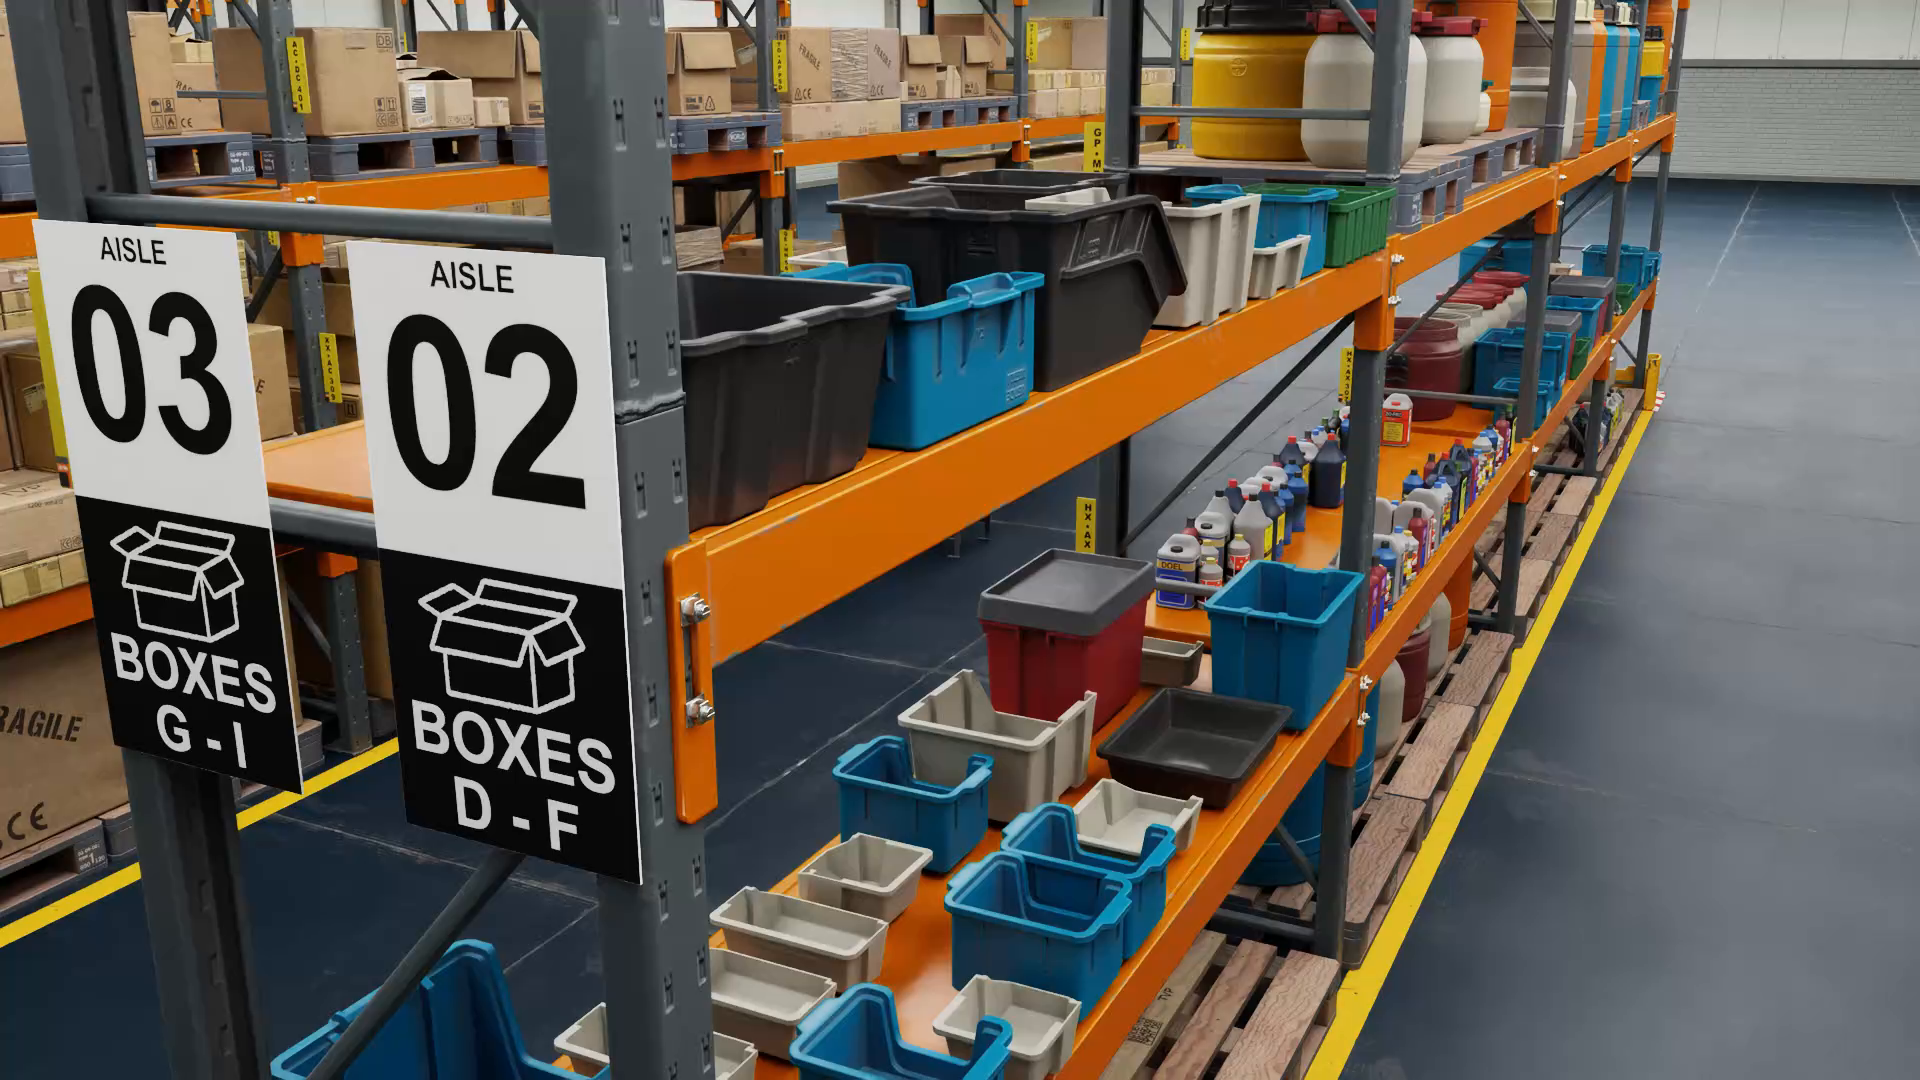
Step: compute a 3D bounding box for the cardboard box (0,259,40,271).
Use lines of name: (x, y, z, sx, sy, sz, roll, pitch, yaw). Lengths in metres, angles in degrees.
cardboard box: (-6.567, -1.889, 11.773, 0.380, 0.149, 0.250, 9, 19, 27)

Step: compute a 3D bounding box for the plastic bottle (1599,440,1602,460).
plastic bottle: (5.129, -0.754, 13.435, 0.097, 0.201, 0.097, 0, 17, 0)

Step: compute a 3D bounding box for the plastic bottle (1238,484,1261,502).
plastic bottle: (1.250, -0.099, 7.306, 0.152, 0.276, 0.135, 8, 18, 25)

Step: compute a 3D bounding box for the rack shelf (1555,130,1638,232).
rack shelf: (3.656, -2.416, 10.887, 1.077, 0.370, 4.000, 8, 18, 25)

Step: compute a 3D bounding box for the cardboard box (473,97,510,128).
cardboard box: (-2.657, -2.304, 8.949, 0.380, 0.149, 0.250, 7, 18, 23)

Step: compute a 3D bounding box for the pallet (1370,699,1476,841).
pallet: (1.901, 1.038, 8.157, 1.003, 0.211, 1.213, 8, 18, 25)

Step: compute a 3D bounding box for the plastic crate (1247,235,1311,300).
plastic crate: (0.747, -0.734, 4.423, 0.293, 0.136, 0.466, 8, 18, 25)

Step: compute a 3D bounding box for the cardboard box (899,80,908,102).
cardboard box: (-0.630, -3.500, 12.944, 0.380, 0.166, 0.250, 8, 18, 24)

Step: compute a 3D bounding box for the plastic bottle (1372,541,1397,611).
plastic bottle: (1.658, 0.137, 6.521, 0.097, 0.271, 0.097, 0, 17, 0)

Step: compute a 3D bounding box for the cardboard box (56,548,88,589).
cardboard box: (-3.759, 0.077, 6.939, 0.380, 0.149, 0.250, 8, 19, 26)

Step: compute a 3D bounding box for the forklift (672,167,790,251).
forklift: (-2.124, -2.097, 13.937, 1.130, 2.935, 3.031, 7, 18, 23)

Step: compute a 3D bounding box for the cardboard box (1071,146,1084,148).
cardboard box: (1.437, -3.725, 16.843, 0.500, 0.500, 0.500, 8, 18, 25)

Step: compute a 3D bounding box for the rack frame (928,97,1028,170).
rack frame: (0.118, -2.463, 15.048, 1.000, 3.000, 0.127, 8, 18, 25)

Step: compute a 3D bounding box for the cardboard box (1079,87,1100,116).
cardboard box: (1.012, -4.172, 15.796, 0.500, 0.250, 0.500, 7, 18, 23)

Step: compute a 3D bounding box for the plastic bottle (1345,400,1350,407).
plastic bottle: (2.092, -0.611, 9.018, 0.061, 0.283, 0.133, 8, 18, 25)

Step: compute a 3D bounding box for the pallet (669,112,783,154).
pallet: (-1.909, -2.621, 10.643, 1.213, 0.211, 1.003, 9, 19, 28)

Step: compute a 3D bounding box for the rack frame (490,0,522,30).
rack frame: (-4.274, -5.996, 16.406, 1.000, 3.000, 0.127, 8, 18, 25)

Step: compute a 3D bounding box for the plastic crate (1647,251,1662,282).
plastic crate: (6.381, -2.615, 15.821, 0.499, 0.251, 0.616, 8, 18, 25)

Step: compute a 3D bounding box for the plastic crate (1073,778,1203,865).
plastic crate: (0.465, 0.784, 4.473, 0.293, 0.136, 0.466, 8, 18, 25)

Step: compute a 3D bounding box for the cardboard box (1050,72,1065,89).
cardboard box: (0.738, -4.207, 15.215, 0.380, 0.149, 0.250, 8, 18, 26)

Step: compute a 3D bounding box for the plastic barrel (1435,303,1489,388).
plastic barrel: (3.219, -1.264, 10.816, 0.421, 0.512, 0.421, 0, 17, 0)

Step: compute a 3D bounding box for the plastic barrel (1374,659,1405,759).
plastic barrel: (1.882, 0.747, 7.873, 0.421, 0.512, 0.421, 0, 17, 0)

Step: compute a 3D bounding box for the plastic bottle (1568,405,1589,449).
plastic bottle: (5.152, -0.945, 13.818, 0.144, 0.351, 0.185, 8, 18, 25)

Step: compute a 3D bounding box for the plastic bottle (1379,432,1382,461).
plastic bottle: (2.193, -0.521, 8.858, 0.097, 0.201, 0.097, 0, 17, 0)

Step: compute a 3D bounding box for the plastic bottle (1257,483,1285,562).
plastic bottle: (1.304, -0.076, 7.098, 0.144, 0.351, 0.185, 8, 18, 25)

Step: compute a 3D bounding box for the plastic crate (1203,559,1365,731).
plastic crate: (1.071, 0.346, 5.513, 0.392, 0.384, 0.575, 8, 18, 25)

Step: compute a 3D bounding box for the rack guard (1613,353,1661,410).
rack guard: (6.345, -1.628, 16.628, 1.175, 0.500, 0.348, 8, 18, 25)

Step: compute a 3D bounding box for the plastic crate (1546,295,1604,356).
plastic crate: (4.335, -1.505, 11.850, 0.392, 0.384, 0.575, 8, 18, 25)

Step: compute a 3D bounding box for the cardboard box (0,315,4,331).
cardboard box: (-6.801, -1.468, 11.402, 0.380, 0.149, 0.250, 7, 18, 23)

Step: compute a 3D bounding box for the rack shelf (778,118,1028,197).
rack shelf: (-0.775, -3.047, 13.009, 1.077, 0.370, 4.000, 8, 18, 25)

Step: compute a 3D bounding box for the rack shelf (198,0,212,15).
rack shelf: (-9.641, -5.554, 16.883, 1.077, 0.370, 4.000, 8, 18, 25)

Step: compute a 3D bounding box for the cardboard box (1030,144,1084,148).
cardboard box: (0.964, -3.792, 17.070, 0.500, 0.500, 0.500, 8, 18, 25)

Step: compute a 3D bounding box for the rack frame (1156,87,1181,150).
rack frame: (1.906, -3.482, 18.479, 1.000, 3.000, 0.127, 8, 18, 25)

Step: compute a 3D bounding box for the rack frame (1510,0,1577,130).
rack frame: (2.762, -3.690, 8.642, 1.000, 3.000, 0.127, 8, 18, 25)

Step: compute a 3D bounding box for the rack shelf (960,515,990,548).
rack shelf: (-0.074, -0.280, 11.787, 0.431, 0.518, 0.480, 8, 18, 25)

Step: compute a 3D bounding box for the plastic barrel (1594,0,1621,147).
plastic barrel: (3.932, -3.021, 10.778, 0.600, 0.901, 0.708, 8, 18, 25)

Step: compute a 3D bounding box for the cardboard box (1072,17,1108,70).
cardboard box: (1.439, -4.923, 16.486, 0.500, 0.500, 0.500, 8, 18, 25)

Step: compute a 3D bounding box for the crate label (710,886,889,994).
crate label: (-0.365, 0.945, 3.933, 0.396, 0.136, 0.243, 8, 18, 25)

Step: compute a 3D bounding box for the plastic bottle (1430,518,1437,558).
plastic bottle: (2.012, -0.031, 7.210, 0.097, 0.201, 0.097, 0, 17, 0)

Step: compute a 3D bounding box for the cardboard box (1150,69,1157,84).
cardboard box: (1.815, -4.794, 17.190, 0.380, 0.149, 0.250, 7, 18, 23)

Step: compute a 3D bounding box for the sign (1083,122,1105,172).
sign: (0.483, -1.308, 5.875, 0.100, 0.325, 0.005, 8, 18, 25)

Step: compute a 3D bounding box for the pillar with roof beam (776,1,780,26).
pillar with roof beam: (-0.625, -12.224, 37.374, 9.100, 9.000, 0.400, 8, 18, 25)

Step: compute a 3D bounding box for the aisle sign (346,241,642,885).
aisle sign: (-0.579, 0.034, 2.077, 0.394, 0.787, 0.004, 8, 18, 25)

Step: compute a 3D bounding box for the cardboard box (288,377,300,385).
cardboard box: (-3.492, -0.627, 8.692, 0.500, 0.500, 0.500, 8, 18, 26)

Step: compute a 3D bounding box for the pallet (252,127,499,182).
pallet: (-3.091, -2.011, 8.595, 0.805, 0.209, 1.217, 7, 18, 23)

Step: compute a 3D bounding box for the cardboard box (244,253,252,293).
cardboard box: (-6.100, -2.298, 14.316, 0.500, 0.500, 0.500, 8, 18, 25)

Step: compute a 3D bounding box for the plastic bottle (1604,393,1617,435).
plastic bottle: (5.555, -1.083, 14.282, 0.144, 0.351, 0.185, 8, 18, 25)

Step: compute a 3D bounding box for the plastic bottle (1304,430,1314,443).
plastic bottle: (1.722, -0.400, 8.309, 0.061, 0.283, 0.133, 8, 18, 25)

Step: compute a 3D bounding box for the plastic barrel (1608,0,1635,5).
plastic barrel: (5.090, -3.952, 13.176, 0.600, 0.901, 0.708, 8, 18, 25)

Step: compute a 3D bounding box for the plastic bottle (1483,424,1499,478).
plastic bottle: (2.705, -0.460, 8.529, 0.097, 0.271, 0.097, 0, 17, 0)

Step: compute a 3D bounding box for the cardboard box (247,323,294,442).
cardboard box: (-3.423, -0.704, 7.551, 0.500, 0.500, 0.500, 9, 19, 27)

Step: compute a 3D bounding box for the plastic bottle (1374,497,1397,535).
plastic bottle: (1.800, -0.060, 7.177, 0.152, 0.276, 0.135, 8, 18, 25)

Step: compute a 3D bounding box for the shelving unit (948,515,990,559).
shelving unit: (-0.074, -0.964, 11.583, 0.431, 2.100, 0.503, 8, 18, 25)

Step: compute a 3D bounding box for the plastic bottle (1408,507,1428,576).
plastic bottle: (1.917, -0.005, 6.976, 0.061, 0.283, 0.133, 8, 18, 25)
